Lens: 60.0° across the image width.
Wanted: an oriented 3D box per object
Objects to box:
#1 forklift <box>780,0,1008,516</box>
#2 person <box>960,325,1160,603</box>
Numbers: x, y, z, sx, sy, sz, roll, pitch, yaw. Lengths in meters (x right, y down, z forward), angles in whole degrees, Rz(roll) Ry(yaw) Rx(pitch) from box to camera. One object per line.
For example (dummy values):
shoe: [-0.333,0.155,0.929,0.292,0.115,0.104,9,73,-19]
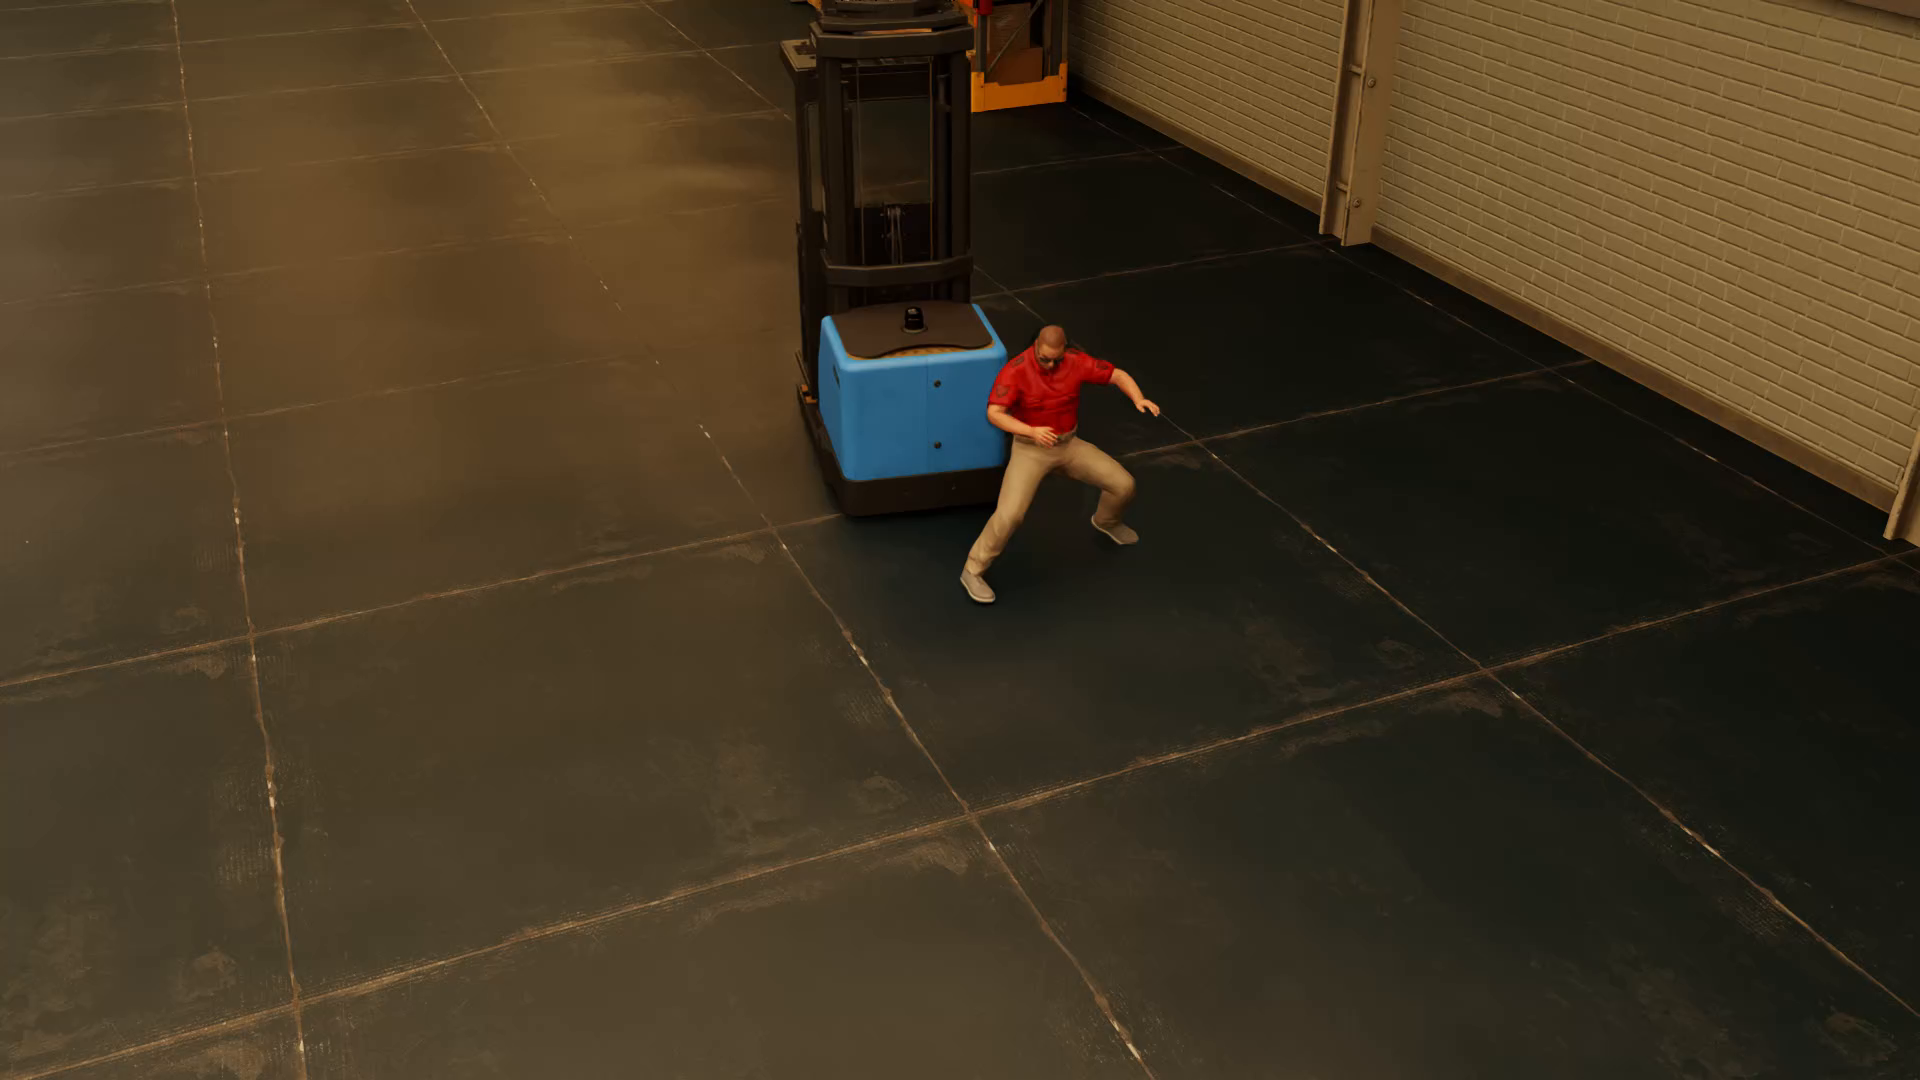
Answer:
forklift: [-0.527,-2.135,10.854,1.130,2.935,3.031,-6,30,-11]
person: [0.557,-0.483,9.441,1.180,1.525,0.670,-8,31,-13]
